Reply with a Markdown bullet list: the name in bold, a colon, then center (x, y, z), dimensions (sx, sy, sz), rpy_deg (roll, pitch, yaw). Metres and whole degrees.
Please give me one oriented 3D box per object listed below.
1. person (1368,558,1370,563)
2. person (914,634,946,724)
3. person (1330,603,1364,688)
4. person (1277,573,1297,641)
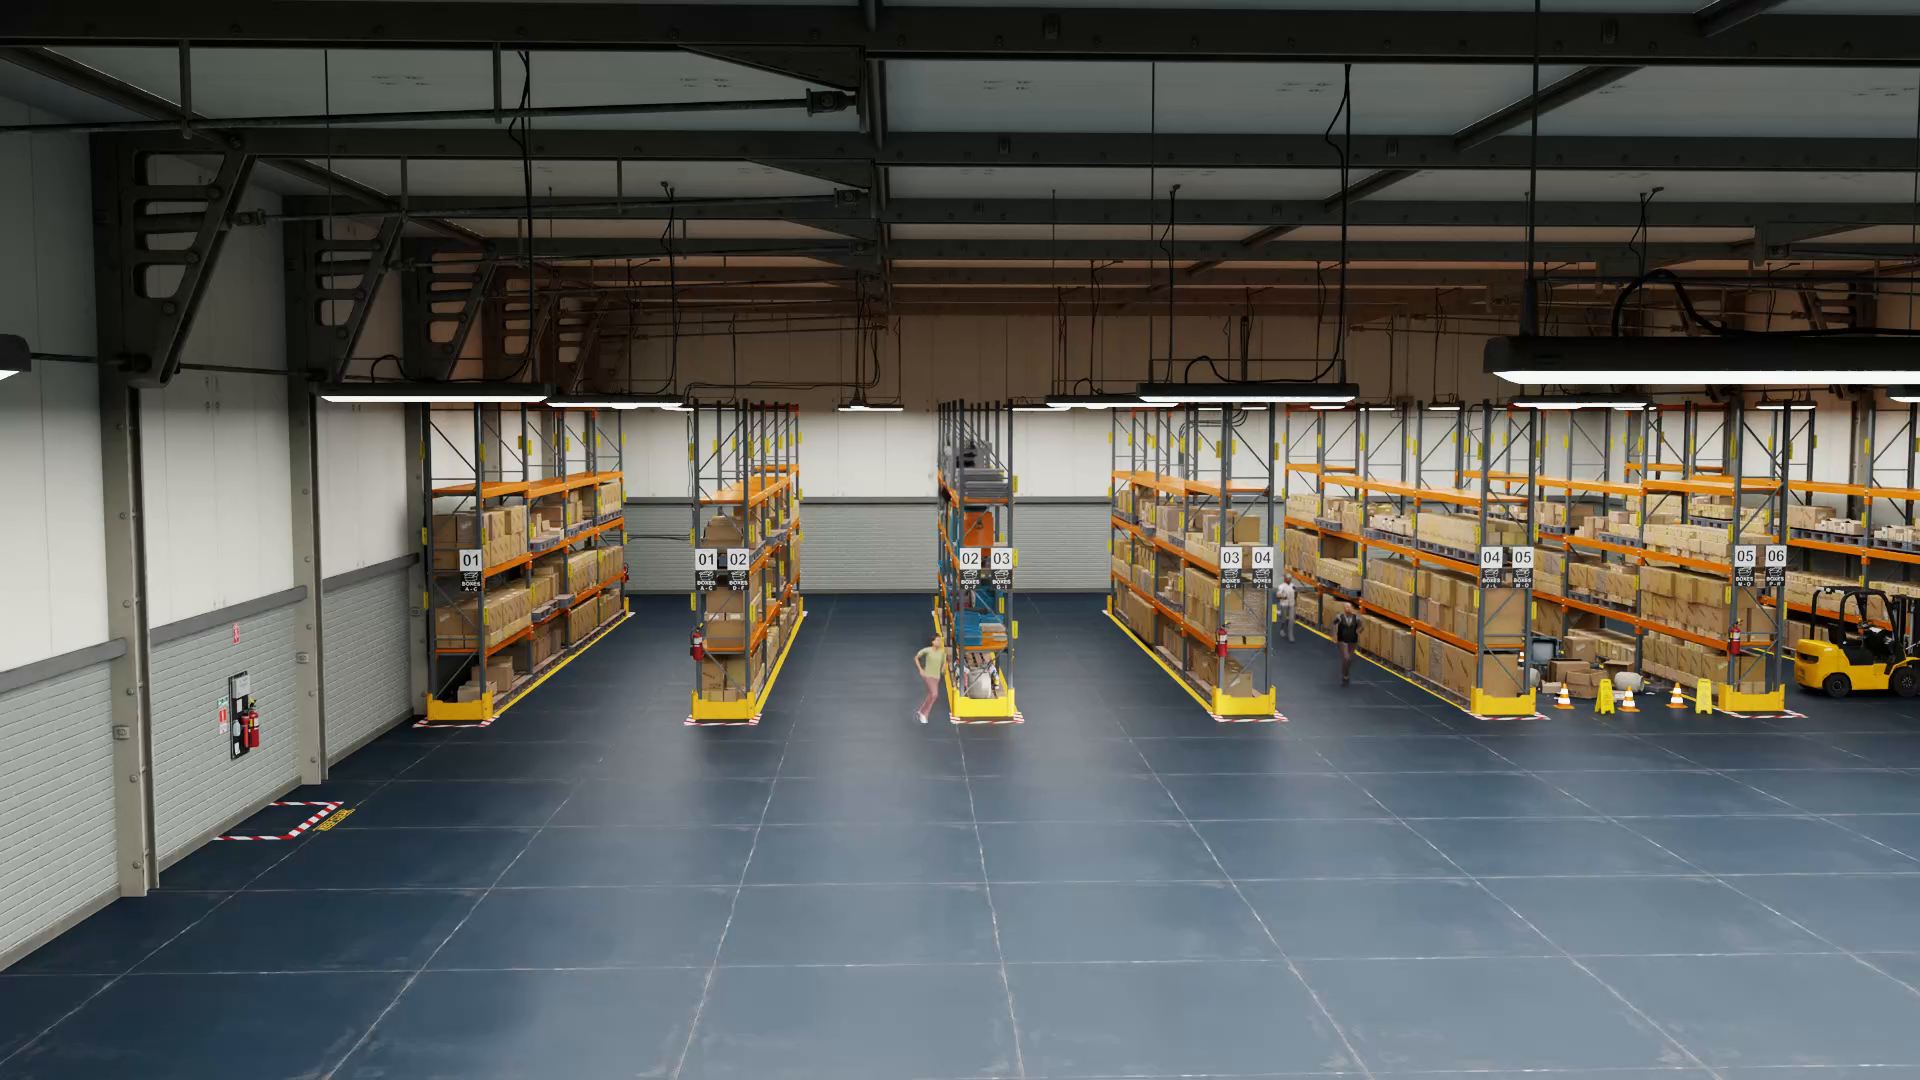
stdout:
- **person**: center (11.589, 1.318, 46.977), dimensions (0.581, 1.635, 0.932), rpy_deg (-1, 4, -15)
- **person**: center (-0.510, 2.565, 30.836), dimensions (0.586, 1.642, 0.595), rpy_deg (-3, 5, -36)
- **person**: center (8.187, 2.193, 35.089), dimensions (0.641, 1.764, 0.795), rpy_deg (-1, 4, -7)
- **person**: center (8.276, 1.664, 41.990), dimensions (0.586, 1.685, 0.891), rpy_deg (0, 4, -5)
